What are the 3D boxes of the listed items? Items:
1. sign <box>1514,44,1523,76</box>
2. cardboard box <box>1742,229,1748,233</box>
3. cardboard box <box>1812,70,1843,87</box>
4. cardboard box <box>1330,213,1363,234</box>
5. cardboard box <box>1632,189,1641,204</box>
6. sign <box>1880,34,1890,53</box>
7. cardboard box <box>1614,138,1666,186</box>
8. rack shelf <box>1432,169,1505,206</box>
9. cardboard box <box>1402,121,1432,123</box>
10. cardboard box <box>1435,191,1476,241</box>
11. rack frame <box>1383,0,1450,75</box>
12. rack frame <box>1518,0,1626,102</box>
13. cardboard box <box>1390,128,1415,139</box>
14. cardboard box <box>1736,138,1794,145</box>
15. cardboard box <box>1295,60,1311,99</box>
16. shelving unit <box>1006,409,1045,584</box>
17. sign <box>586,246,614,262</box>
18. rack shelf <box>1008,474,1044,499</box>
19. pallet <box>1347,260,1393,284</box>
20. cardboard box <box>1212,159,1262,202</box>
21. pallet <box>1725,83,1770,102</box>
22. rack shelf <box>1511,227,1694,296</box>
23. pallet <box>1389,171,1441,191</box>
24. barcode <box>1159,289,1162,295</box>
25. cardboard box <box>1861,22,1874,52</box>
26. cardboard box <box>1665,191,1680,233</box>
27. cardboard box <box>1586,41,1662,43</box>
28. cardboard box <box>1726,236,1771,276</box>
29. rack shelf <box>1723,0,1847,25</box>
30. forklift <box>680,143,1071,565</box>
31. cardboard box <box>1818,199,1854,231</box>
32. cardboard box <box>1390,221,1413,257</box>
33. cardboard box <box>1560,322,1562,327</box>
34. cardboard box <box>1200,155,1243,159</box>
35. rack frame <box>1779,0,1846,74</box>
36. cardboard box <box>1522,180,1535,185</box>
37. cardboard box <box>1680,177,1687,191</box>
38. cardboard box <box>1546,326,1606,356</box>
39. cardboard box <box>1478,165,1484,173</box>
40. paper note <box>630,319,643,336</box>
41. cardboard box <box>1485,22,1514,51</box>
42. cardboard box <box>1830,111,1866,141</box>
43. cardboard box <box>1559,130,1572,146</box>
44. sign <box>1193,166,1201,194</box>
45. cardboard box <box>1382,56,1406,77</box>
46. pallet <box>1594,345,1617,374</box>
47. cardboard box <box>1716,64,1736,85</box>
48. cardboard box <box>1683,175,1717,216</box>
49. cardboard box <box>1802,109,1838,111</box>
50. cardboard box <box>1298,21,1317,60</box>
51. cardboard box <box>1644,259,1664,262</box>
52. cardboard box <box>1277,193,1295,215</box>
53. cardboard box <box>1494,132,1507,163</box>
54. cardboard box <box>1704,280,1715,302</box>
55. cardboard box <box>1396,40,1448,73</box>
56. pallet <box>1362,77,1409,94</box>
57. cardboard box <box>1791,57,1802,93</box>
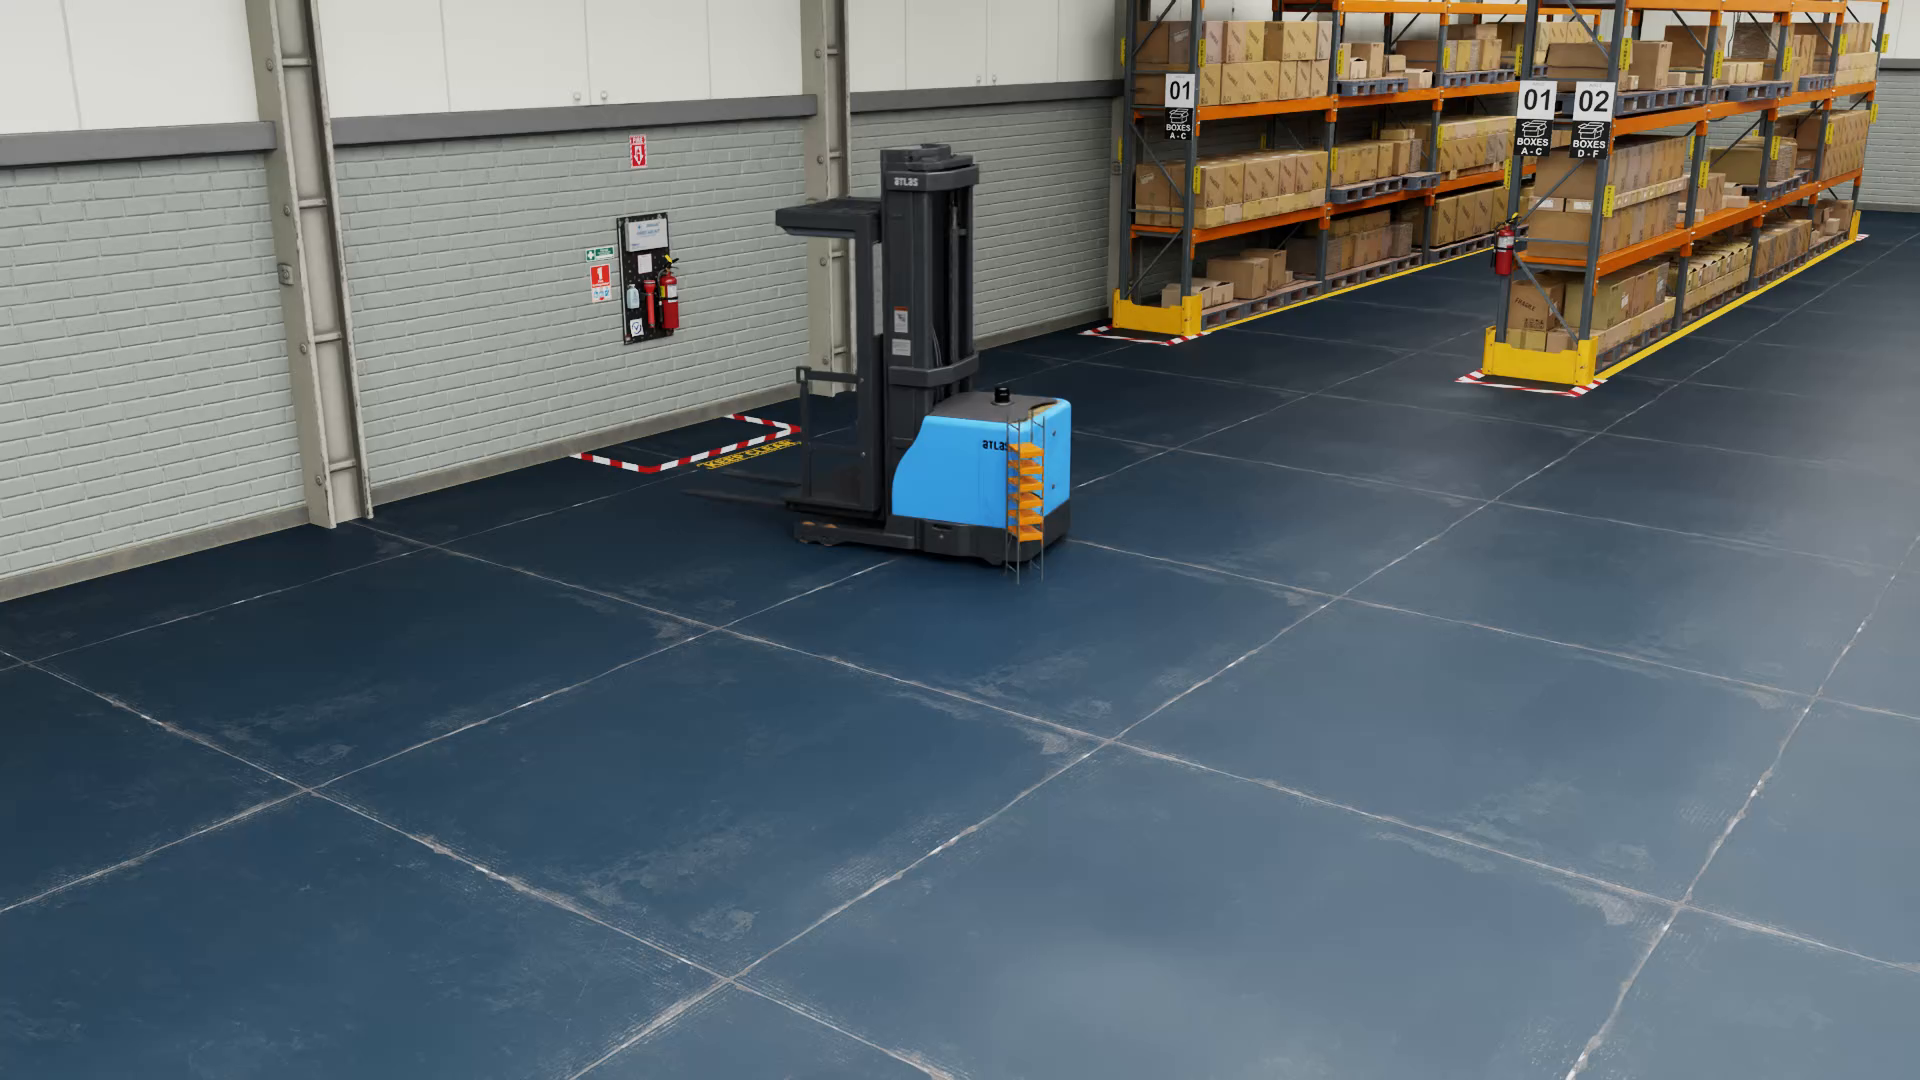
[{"bbox_3d":[6.042,-5.176,17.937,0.100,0.325,0.005,12,21,35],"label":"sign"},{"bbox_3d":[11.914,-4.569,25.871,0.500,0.500,0.500,12,21,33],"label":"cardboard box"},{"bbox_3d":[14.108,-7.550,27.195,0.500,0.250,0.500,12,21,35],"label":"cardboard box"},{"bbox_3d":[5.864,-4.869,25.575,0.500,0.250,0.500,12,21,33],"label":"cardboard box"},{"bbox_3d":[7.642,-3.979,19.238,0.380,0.149,0.250,12,21,34],"label":"cardboard box"},{"bbox_3d":[16.437,-8.823,29.546,0.100,0.325,0.005,12,21,35],"label":"sign"},{"bbox_3d":[7.995,-4.533,19.926,0.700,0.500,0.500,12,21,35],"label":"cardboard box"},{"bbox_3d":[8.447,-6.172,28.774,1.077,0.370,4.000,12,21,35],"label":"rack shelf"},{"bbox_3d":[7.629,-6.873,27.851,0.500,0.250,0.500,12,21,33],"label":"cardboard box"},{"bbox_3d":[8.326,-5.573,28.548,0.750,0.750,0.750,12,21,34],"label":"cardboard box"},{"bbox_3d":[7.256,-8.904,26.244,1.000,3.000,0.127,12,21,35],"label":"rack frame"},{"bbox_3d":[6.469,-6.124,17.292,1.000,3.000,0.127,12,21,35],"label":"rack frame"},{"bbox_3d":[7.074,-6.519,26.675,0.380,0.149,0.250,9,20,28],"label":"cardboard box"},{"bbox_3d":[12.799,-6.118,26.509,0.500,0.500,0.700,-16,23,-42],"label":"cardboard box"},{"bbox_3d":[4.458,-6.294,22.694,0.500,0.500,0.500,10,20,30],"label":"cardboard box"},{"bbox_3d":[0.456,-0.303,11.696,0.189,1.200,0.258,-6,18,-19],"label":"shelving unit"},{"bbox_3d":[-3.269,-2.599,15.100,0.001,0.109,0.331,12,21,35],"label":"sign"},{"bbox_3d":[0.456,-0.375,11.673,0.180,0.103,0.258,-6,18,-19],"label":"rack shelf"},{"bbox_3d":[6.061,-4.232,26.017,1.003,0.211,1.213,12,21,35],"label":"pallet"},{"bbox_3d":[3.630,-4.728,21.867,0.500,0.500,0.500,12,21,33],"label":"cardboard box"},{"bbox_3d":[10.240,-6.063,22.470,1.003,0.211,1.213,14,22,37],"label":"pallet"},{"bbox_3d":[7.661,-3.392,19.822,1.077,0.370,4.000,12,21,35],"label":"rack shelf"},{"bbox_3d":[6.917,-5.759,26.555,1.213,0.211,1.003,12,21,35],"label":"pallet"},{"bbox_3d":[2.663,-3.288,22.051,0.001,0.075,0.075,12,21,35],"label":"barcode"},{"bbox_3d":[15.710,-8.903,29.442,0.700,0.500,0.500,12,21,35],"label":"cardboard box"},{"bbox_3d":[8.594,-4.153,20.891,0.700,0.500,0.500,12,21,33],"label":"cardboard box"},{"bbox_3d":[7.770,-5.591,19.515,0.797,0.503,0.637,15,23,41],"label":"cardboard box"},{"bbox_3d":[11.737,-4.239,24.809,0.500,0.500,0.500,14,22,37],"label":"cardboard box"},{"bbox_3d":[12.428,-7.972,25.128,1.077,0.370,4.000,12,21,35],"label":"rack shelf"},{"bbox_3d":[-0.714,-1.484,12.581,3.031,2.935,1.130,7,19,22],"label":"forklift"},{"bbox_3d":[15.877,-5.914,30.202,0.500,0.500,0.500,12,21,35],"label":"cardboard box"},{"bbox_3d":[6.868,-4.875,26.857,0.700,0.500,0.500,13,21,35],"label":"cardboard box"},{"bbox_3d":[6.840,-2.448,19.497,0.500,0.250,0.500,12,21,35],"label":"cardboard box"},{"bbox_3d":[3.512,-4.942,22.554,0.500,0.500,0.500,13,21,35],"label":"cardboard box"},{"bbox_3d":[13.619,-8.983,26.496,1.000,3.000,0.127,12,21,35],"label":"rack frame"},{"bbox_3d":[10.998,-6.901,32.321,0.380,0.149,0.250,13,21,35],"label":"cardboard box"},{"bbox_3d":[8.863,-4.467,20.808,0.380,0.149,0.250,12,21,35],"label":"cardboard box"},{"bbox_3d":[6.968,-2.235,18.812,0.500,0.250,0.500,12,21,35],"label":"cardboard box"},{"bbox_3d":[8.873,-6.456,28.866,0.380,0.149,0.250,12,21,33],"label":"cardboard box"},{"bbox_3d":[-3.028,-1.992,15.585,0.016,0.148,0.142,12,21,35],"label":"paper note"},{"bbox_3d":[9.868,-9.167,30.259,0.500,0.500,0.500,12,21,34],"label":"cardboard box"},{"bbox_3d":[15.658,-7.320,29.404,0.500,0.500,0.500,13,22,36],"label":"cardboard box"},{"bbox_3d":[11.302,-7.789,32.264,0.980,0.700,0.700,12,21,34],"label":"cardboard box"},{"bbox_3d":[2.925,-4.451,20.561,0.100,0.325,0.005,12,21,35],"label":"sign"},{"bbox_3d":[6.409,-7.238,25.729,0.797,0.503,0.637,16,24,42],"label":"cardboard box"},{"bbox_3d":[6.892,-2.117,19.206,1.003,0.211,1.213,12,21,35],"label":"pallet"},{"bbox_3d":[10.041,-6.218,22.196,0.500,0.250,0.500,10,20,30],"label":"cardboard box"},{"bbox_3d":[9.936,-4.685,22.603,0.500,0.500,0.500,12,21,35],"label":"cardboard box"},{"bbox_3d":[15.527,-7.536,30.100,0.500,0.500,0.500,13,22,36],"label":"cardboard box"},{"bbox_3d":[4.472,-6.754,22.487,0.500,0.500,0.500,14,22,38],"label":"cardboard box"},{"bbox_3d":[9.169,-3.639,22.388,0.500,0.311,0.500,13,22,36],"label":"cardboard box"},{"bbox_3d":[4.243,-4.618,22.777,0.500,0.250,0.500,12,21,34],"label":"cardboard box"},{"bbox_3d":[9.270,-6.914,29.245,0.500,0.500,0.500,13,21,35],"label":"cardboard box"},{"bbox_3d":[9.904,-3.397,22.554,0.500,0.250,0.500,12,21,33],"label":"cardboard box"},{"bbox_3d":[7.493,-7.853,27.006,0.700,0.500,0.500,11,20,30],"label":"cardboard box"},{"bbox_3d":[5.941,-6.805,24.859,1.213,0.211,1.003,12,21,35],"label":"pallet"},{"bbox_3d":[12.083,-7.000,25.002,0.910,0.500,0.500,12,21,35],"label":"cardboard box"}]
